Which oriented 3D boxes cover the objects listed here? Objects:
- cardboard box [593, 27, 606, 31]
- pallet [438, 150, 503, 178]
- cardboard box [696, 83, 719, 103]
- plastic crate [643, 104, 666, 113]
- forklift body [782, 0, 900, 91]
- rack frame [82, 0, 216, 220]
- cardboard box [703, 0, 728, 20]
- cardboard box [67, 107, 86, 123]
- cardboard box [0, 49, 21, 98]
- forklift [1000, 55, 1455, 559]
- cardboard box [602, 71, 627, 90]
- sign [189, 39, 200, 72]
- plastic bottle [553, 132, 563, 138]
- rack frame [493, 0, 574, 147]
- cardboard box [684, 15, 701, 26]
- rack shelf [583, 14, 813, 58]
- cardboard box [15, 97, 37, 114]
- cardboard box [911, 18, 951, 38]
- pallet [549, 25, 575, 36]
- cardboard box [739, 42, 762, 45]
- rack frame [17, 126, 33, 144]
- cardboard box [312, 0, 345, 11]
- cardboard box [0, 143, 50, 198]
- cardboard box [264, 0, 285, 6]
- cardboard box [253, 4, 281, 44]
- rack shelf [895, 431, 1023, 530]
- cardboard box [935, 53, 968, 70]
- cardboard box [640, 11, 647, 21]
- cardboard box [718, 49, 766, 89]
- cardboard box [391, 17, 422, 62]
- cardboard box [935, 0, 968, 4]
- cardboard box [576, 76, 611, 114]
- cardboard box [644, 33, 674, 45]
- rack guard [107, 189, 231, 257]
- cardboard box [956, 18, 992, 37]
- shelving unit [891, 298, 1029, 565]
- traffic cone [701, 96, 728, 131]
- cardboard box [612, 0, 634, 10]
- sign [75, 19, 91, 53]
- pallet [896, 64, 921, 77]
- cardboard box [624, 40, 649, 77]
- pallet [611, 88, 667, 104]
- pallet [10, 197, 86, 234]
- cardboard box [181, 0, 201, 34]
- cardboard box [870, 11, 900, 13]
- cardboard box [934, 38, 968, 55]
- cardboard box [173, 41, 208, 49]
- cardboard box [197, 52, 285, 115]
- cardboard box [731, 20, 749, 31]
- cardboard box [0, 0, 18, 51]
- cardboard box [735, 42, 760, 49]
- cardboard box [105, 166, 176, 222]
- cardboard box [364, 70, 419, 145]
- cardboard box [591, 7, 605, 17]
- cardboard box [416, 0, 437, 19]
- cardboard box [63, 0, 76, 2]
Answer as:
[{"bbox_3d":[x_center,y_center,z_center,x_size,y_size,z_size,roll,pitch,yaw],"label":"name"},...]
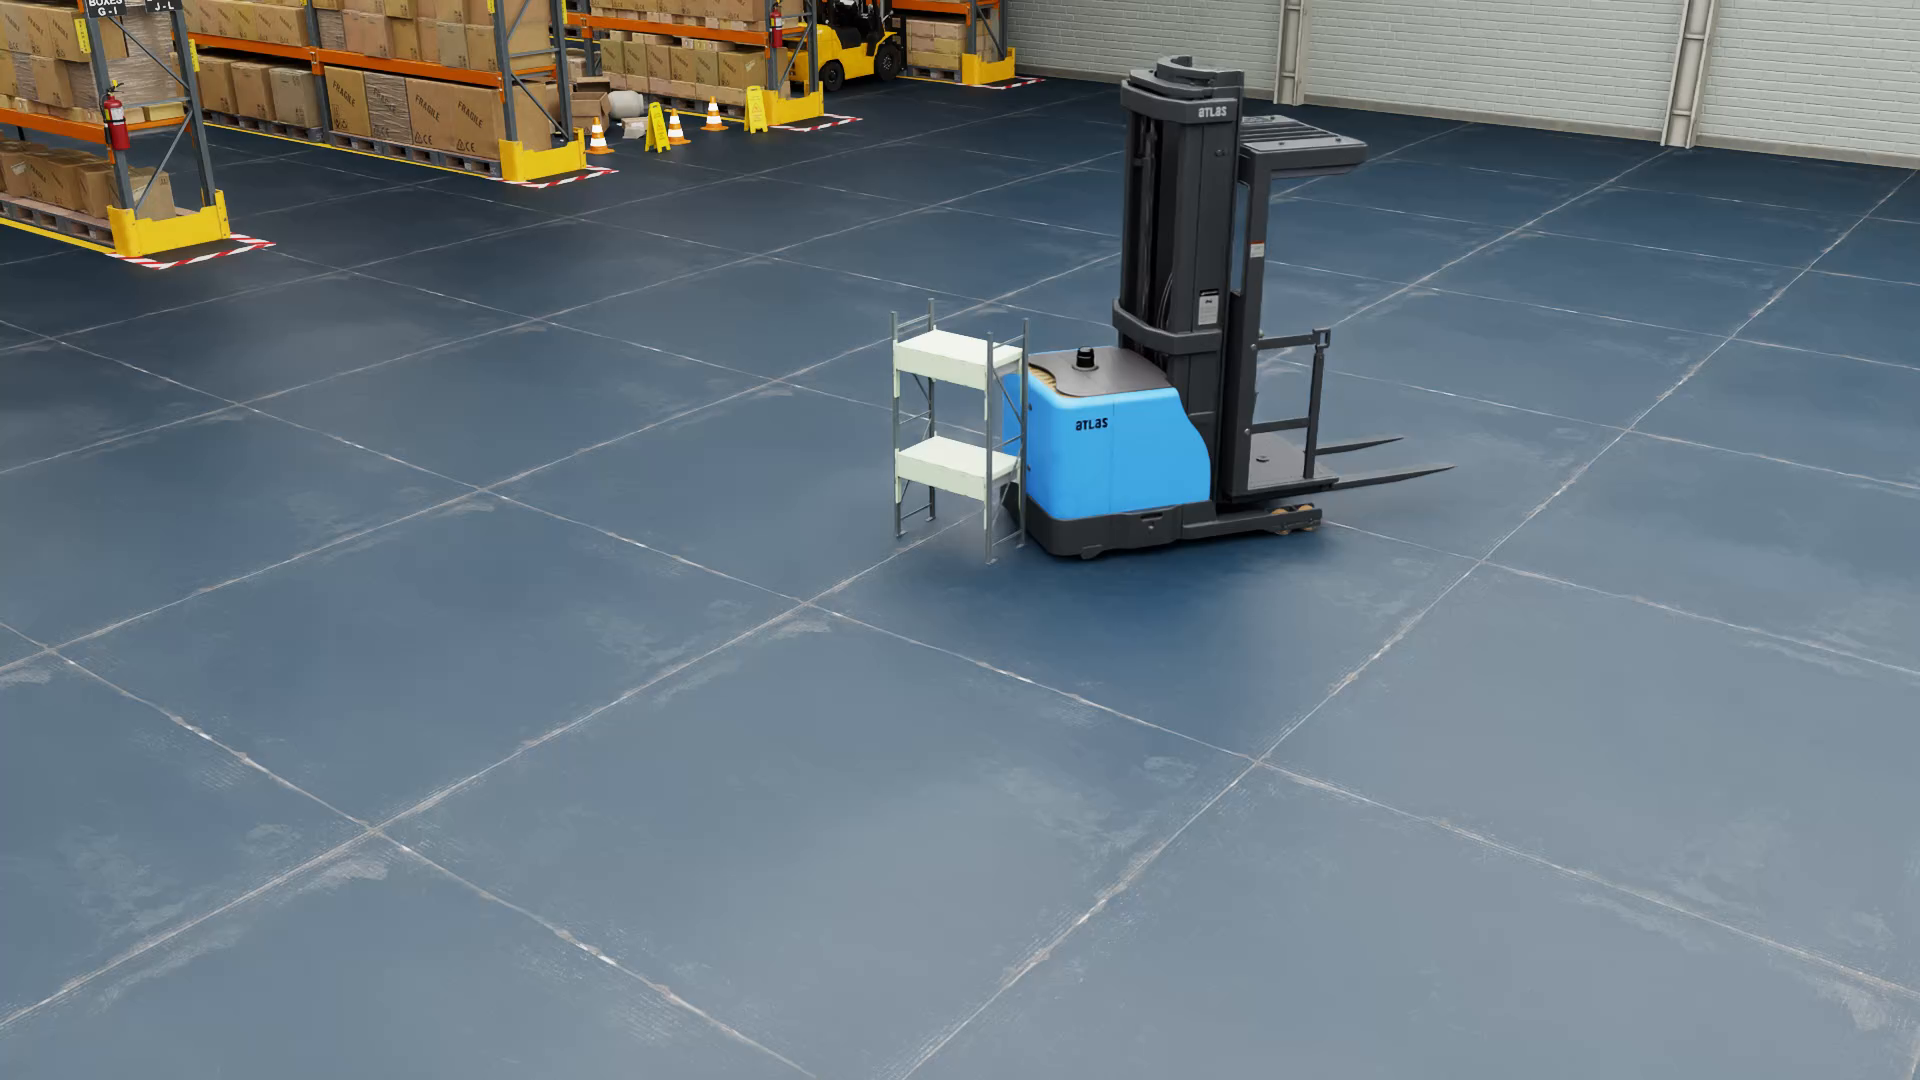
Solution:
[{"bbox_3d":[-7.207,-10.616,33.702,0.500,0.500,0.500,18,30,35],"label":"cardboard box"},{"bbox_3d":[-6.073,-5.018,21.877,1.213,0.211,1.003,17,29,33],"label":"pallet"},{"bbox_3d":[-3.716,-6.918,25.620,0.500,0.250,0.500,17,29,33],"label":"cardboard box"},{"bbox_3d":[-4.934,-6.734,25.935,0.583,0.080,0.402,7,25,15],"label":"plastic crate"},{"bbox_3d":[-2.136,-8.831,28.126,1.214,2.155,2.313,17,29,33],"label":"forklift body"},{"bbox_3d":[-8.442,-4.550,17.357,0.127,3.000,1.000,17,29,33],"label":"rack frame"},{"bbox_3d":[-3.495,-8.094,24.908,0.500,0.500,0.500,17,29,33],"label":"cardboard box"},{"bbox_3d":[-9.224,-4.542,17.650,0.250,0.149,0.380,17,29,33],"label":"cardboard box"},{"bbox_3d":[-10.104,-5.216,18.374,0.500,0.500,0.875,17,29,33],"label":"cardboard box"},{"bbox_3d":[1.841,-1.566,10.668,3.031,2.935,1.130,-8,25,-18],"label":"forklift"},{"bbox_3d":[-5.389,-7.419,26.757,0.500,0.250,0.500,15,28,31],"label":"cardboard box"},{"bbox_3d":[-8.116,-5.121,17.580,0.005,0.325,0.100,17,29,33],"label":"sign"},{"bbox_3d":[-5.737,-5.825,23.896,0.283,0.061,0.133,7,25,15],"label":"plastic bottle"},{"bbox_3d":[-5.386,-6.126,20.933,0.127,3.000,1.000,17,29,33],"label":"rack frame"},{"bbox_3d":[-3.991,-7.941,25.363,0.250,0.149,0.380,16,29,33],"label":"cardboard box"},{"bbox_3d":[-4.098,-7.902,25.856,4.000,0.370,1.077,17,29,33],"label":"rack shelf"},{"bbox_3d":[-10.057,-4.766,18.159,0.250,0.149,0.380,17,29,33],"label":"cardboard box"},{"bbox_3d":[-0.492,-8.874,28.819,0.500,0.250,0.500,17,29,34],"label":"cardboard box"},{"bbox_3d":[-8.453,-10.791,34.980,1.213,0.211,1.003,17,29,33],"label":"pallet"},{"bbox_3d":[-3.765,-9.735,31.549,0.625,0.625,0.875,16,29,33],"label":"cardboard box"},{"bbox_3d":[-11.642,-5.517,19.552,0.127,3.000,1.000,17,29,33],"label":"rack frame"},{"bbox_3d":[-8.312,-7.556,22.653,0.550,0.550,0.875,17,29,33],"label":"cardboard box"},{"bbox_3d":[-10.883,-4.320,19.414,0.500,0.500,0.500,-16,28,-31],"label":"cardboard box"},{"bbox_3d":[-9.400,-7.838,23.456,0.500,0.500,0.700,16,29,32],"label":"cardboard box"},{"bbox_3d":[-9.569,-7.301,23.476,0.500,0.500,0.500,16,29,33],"label":"cardboard box"},{"bbox_3d":[-0.002,-0.386,10.575,0.720,0.370,0.431,17,29,34],"label":"rack shelf"},{"bbox_3d":[-0.090,-8.295,28.746,0.500,0.250,0.500,17,29,34],"label":"cardboard box"},{"bbox_3d":[-4.766,-8.196,25.943,0.250,0.149,0.380,17,29,33],"label":"cardboard box"},{"bbox_3d":[-3.295,-7.134,25.181,0.500,0.500,0.500,17,29,34],"label":"cardboard box"},{"bbox_3d":[-6.985,-6.686,22.019,0.500,0.550,0.875,17,29,33],"label":"cardboard box"},{"bbox_3d":[-0.075,-9.430,28.308,0.500,0.500,0.500,16,28,32],"label":"cardboard box"},{"bbox_3d":[-5.657,-6.874,25.728,0.500,0.500,0.500,-5,24,-12],"label":"cardboard box"},{"bbox_3d":[-4.695,-7.821,25.936,0.250,0.149,0.380,19,30,36],"label":"cardboard box"},{"bbox_3d":[-8.502,-3.425,17.902,0.348,0.500,1.175,17,29,33],"label":"rack guard"},{"bbox_3d":[0.205,-8.919,28.921,0.500,0.250,0.500,16,29,33],"label":"cardboard box"},{"bbox_3d":[-0.002,-0.685,10.443,0.755,1.500,0.431,17,29,34],"label":"shelving unit"},{"bbox_3d":[-3.616,-6.274,24.416,0.334,0.463,0.336,17,29,33],"label":"traffic cone"},{"bbox_3d":[-5.098,-8.586,26.025,0.500,0.500,0.500,17,29,33],"label":"cardboard box"},{"bbox_3d":[-8.790,-5.050,16.664,0.005,0.325,0.100,17,29,33],"label":"sign"},{"bbox_3d":[-1.133,-8.540,29.871,1.213,0.211,1.003,17,29,33],"label":"pallet"},{"bbox_3d":[-4.953,-7.636,26.321,0.500,0.500,0.500,18,30,35],"label":"cardboard box"},{"bbox_3d":[-5.140,-7.288,27.028,1.213,0.211,1.003,17,29,33],"label":"pallet"},{"bbox_3d":[-10.103,-3.795,19.102,1.213,0.211,1.003,17,29,33],"label":"pallet"},{"bbox_3d":[-11.182,-7.789,24.583,0.500,0.500,0.500,17,29,33],"label":"cardboard box"},{"bbox_3d":[-1.404,-9.408,30.031,0.500,0.250,0.500,17,29,34],"label":"cardboard box"},{"bbox_3d":[-0.101,-8.529,28.657,0.500,0.250,0.500,16,29,33],"label":"cardboard box"},{"bbox_3d":[-12.194,-7.697,26.148,0.500,0.250,0.500,15,28,31],"label":"cardboard box"},{"bbox_3d":[-10.653,-6.837,24.815,0.750,0.750,1.050,17,29,34],"label":"cardboard box"},{"bbox_3d":[-3.195,-7.679,24.770,0.250,0.149,0.380,16,29,33],"label":"cardboard box"},{"bbox_3d":[-10.227,-5.607,18.023,0.500,0.500,0.500,17,29,33],"label":"cardboard box"},{"bbox_3d":[-3.418,-7.439,25.874,0.500,0.500,0.500,16,28,31],"label":"cardboard box"},{"bbox_3d":[-8.931,-3.755,18.131,0.500,0.500,0.500,-20,31,-38],"label":"cardboard box"},{"bbox_3d":[-7.402,-5.922,22.584,0.875,0.875,0.875,17,29,34],"label":"cardboard box"},{"bbox_3d":[-5.639,-8.420,26.452,0.250,0.149,0.380,17,29,33],"label":"cardboard box"},{"bbox_3d":[-6.522,-7.073,21.558,0.550,0.550,0.875,17,29,33],"label":"cardboard box"},{"bbox_3d":[-9.515,-5.654,18.129,0.500,0.500,0.500,17,29,33],"label":"cardboard box"}]
